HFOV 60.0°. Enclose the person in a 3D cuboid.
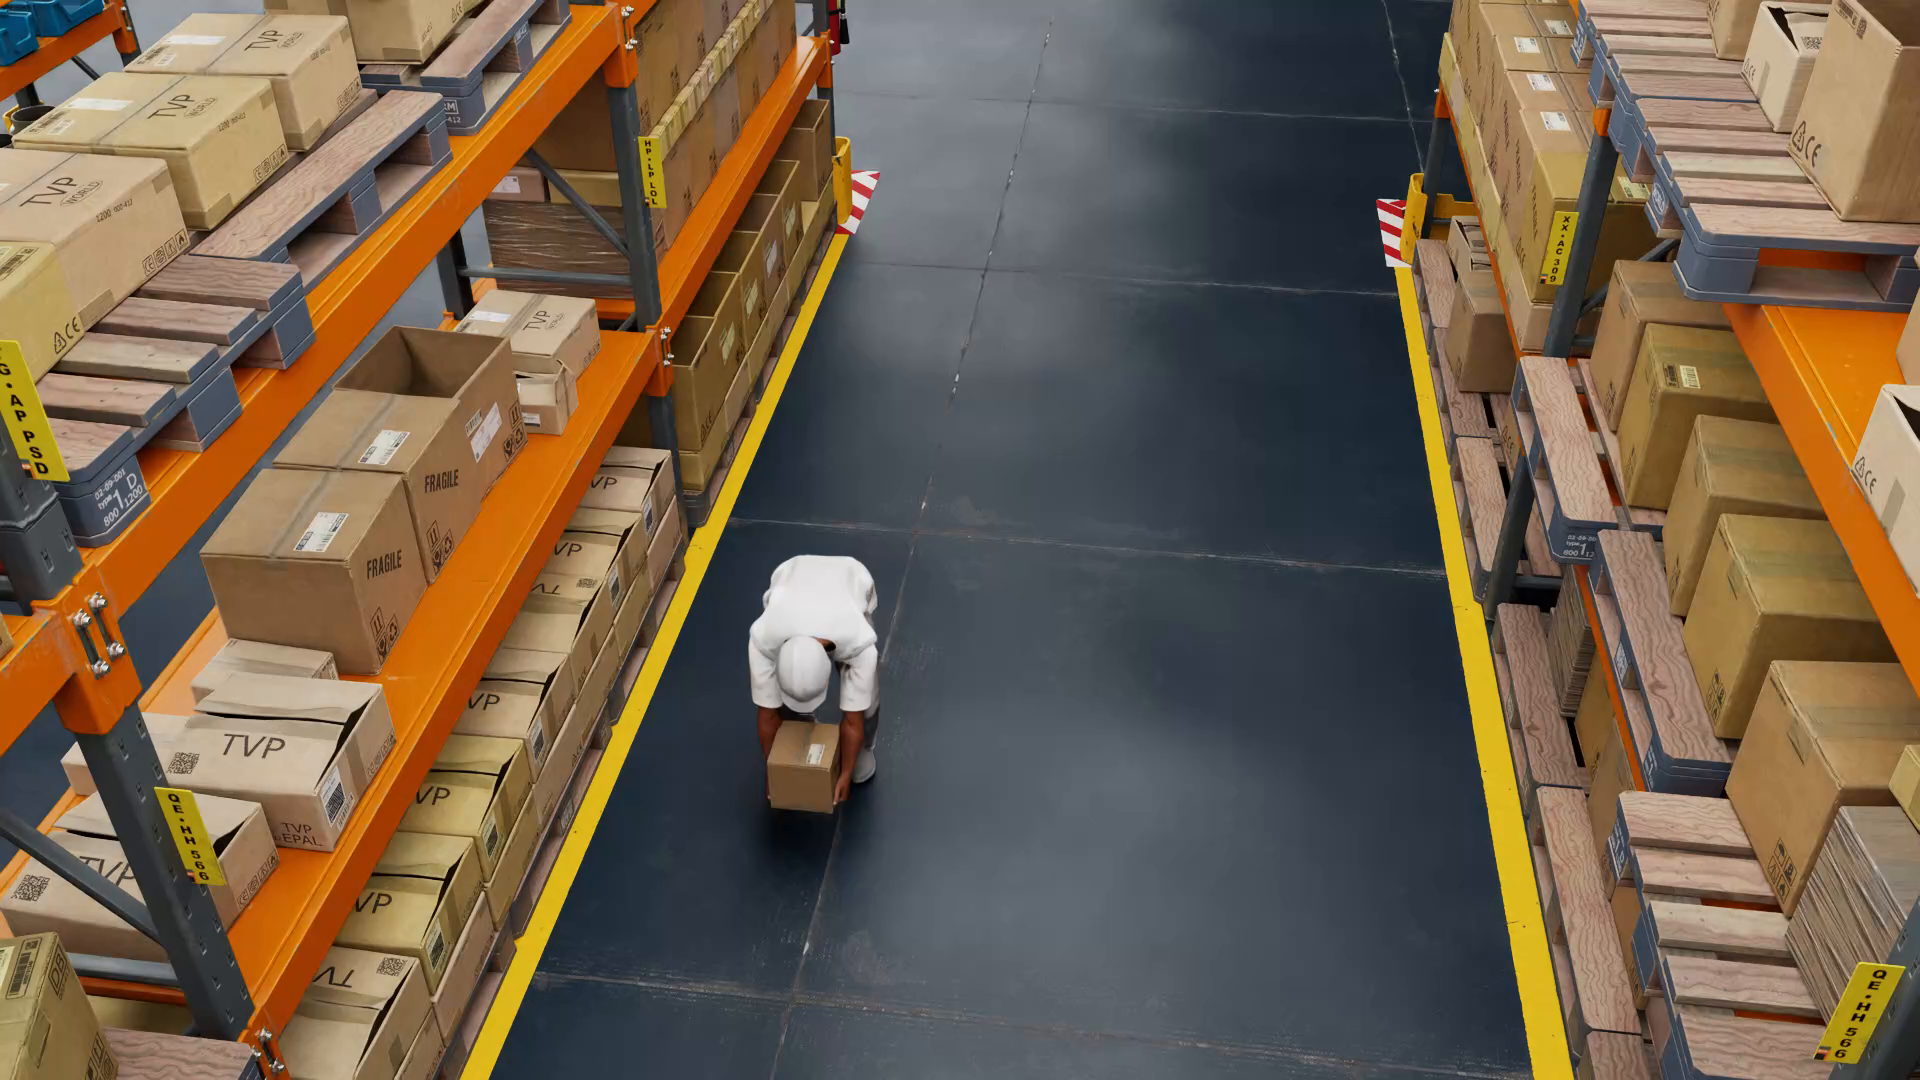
[{"bbox_3d":[-0.568,0.583,6.708,0.509,1.185,0.954,3,36,4],"label":"person"}]
